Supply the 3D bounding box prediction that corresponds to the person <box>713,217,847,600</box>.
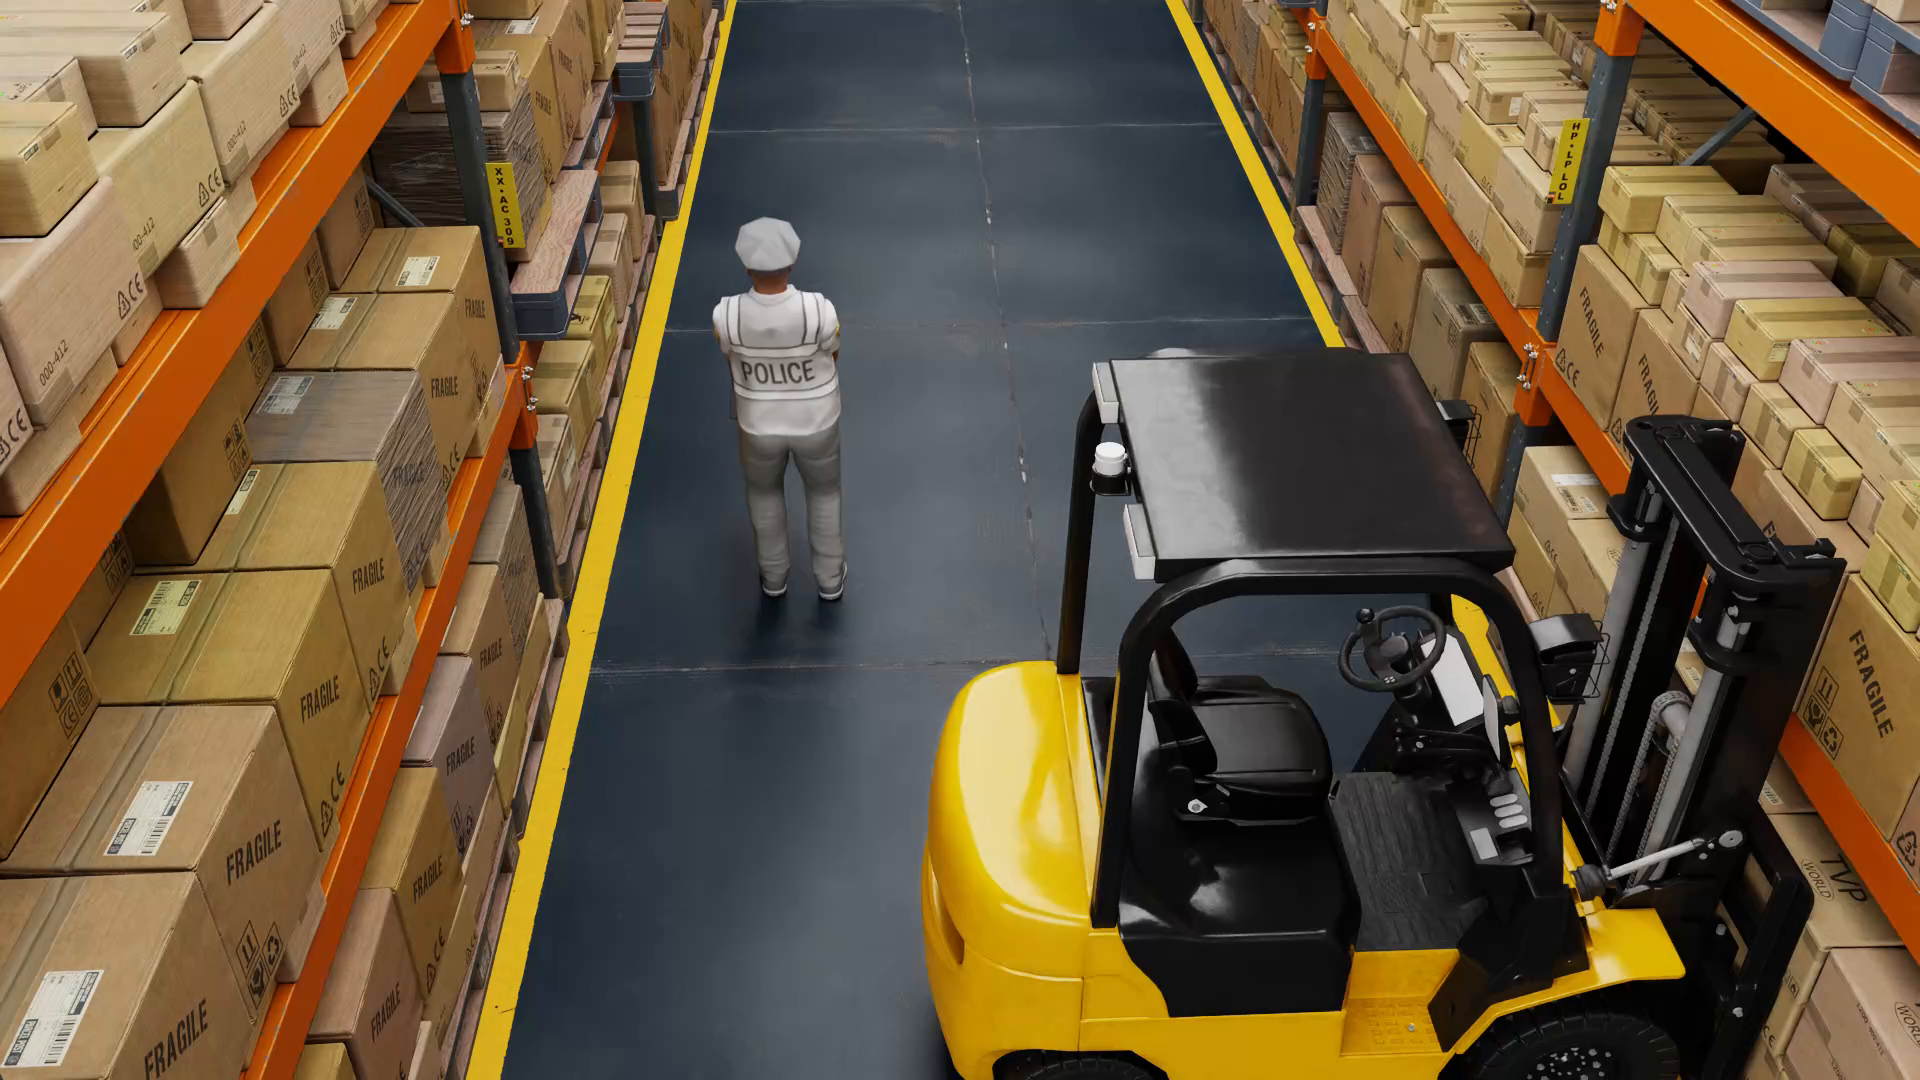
[{"bbox_3d":[-0.733,-0.557,6.921,0.494,1.763,0.564,-2,35,-3],"label":"person"}]
